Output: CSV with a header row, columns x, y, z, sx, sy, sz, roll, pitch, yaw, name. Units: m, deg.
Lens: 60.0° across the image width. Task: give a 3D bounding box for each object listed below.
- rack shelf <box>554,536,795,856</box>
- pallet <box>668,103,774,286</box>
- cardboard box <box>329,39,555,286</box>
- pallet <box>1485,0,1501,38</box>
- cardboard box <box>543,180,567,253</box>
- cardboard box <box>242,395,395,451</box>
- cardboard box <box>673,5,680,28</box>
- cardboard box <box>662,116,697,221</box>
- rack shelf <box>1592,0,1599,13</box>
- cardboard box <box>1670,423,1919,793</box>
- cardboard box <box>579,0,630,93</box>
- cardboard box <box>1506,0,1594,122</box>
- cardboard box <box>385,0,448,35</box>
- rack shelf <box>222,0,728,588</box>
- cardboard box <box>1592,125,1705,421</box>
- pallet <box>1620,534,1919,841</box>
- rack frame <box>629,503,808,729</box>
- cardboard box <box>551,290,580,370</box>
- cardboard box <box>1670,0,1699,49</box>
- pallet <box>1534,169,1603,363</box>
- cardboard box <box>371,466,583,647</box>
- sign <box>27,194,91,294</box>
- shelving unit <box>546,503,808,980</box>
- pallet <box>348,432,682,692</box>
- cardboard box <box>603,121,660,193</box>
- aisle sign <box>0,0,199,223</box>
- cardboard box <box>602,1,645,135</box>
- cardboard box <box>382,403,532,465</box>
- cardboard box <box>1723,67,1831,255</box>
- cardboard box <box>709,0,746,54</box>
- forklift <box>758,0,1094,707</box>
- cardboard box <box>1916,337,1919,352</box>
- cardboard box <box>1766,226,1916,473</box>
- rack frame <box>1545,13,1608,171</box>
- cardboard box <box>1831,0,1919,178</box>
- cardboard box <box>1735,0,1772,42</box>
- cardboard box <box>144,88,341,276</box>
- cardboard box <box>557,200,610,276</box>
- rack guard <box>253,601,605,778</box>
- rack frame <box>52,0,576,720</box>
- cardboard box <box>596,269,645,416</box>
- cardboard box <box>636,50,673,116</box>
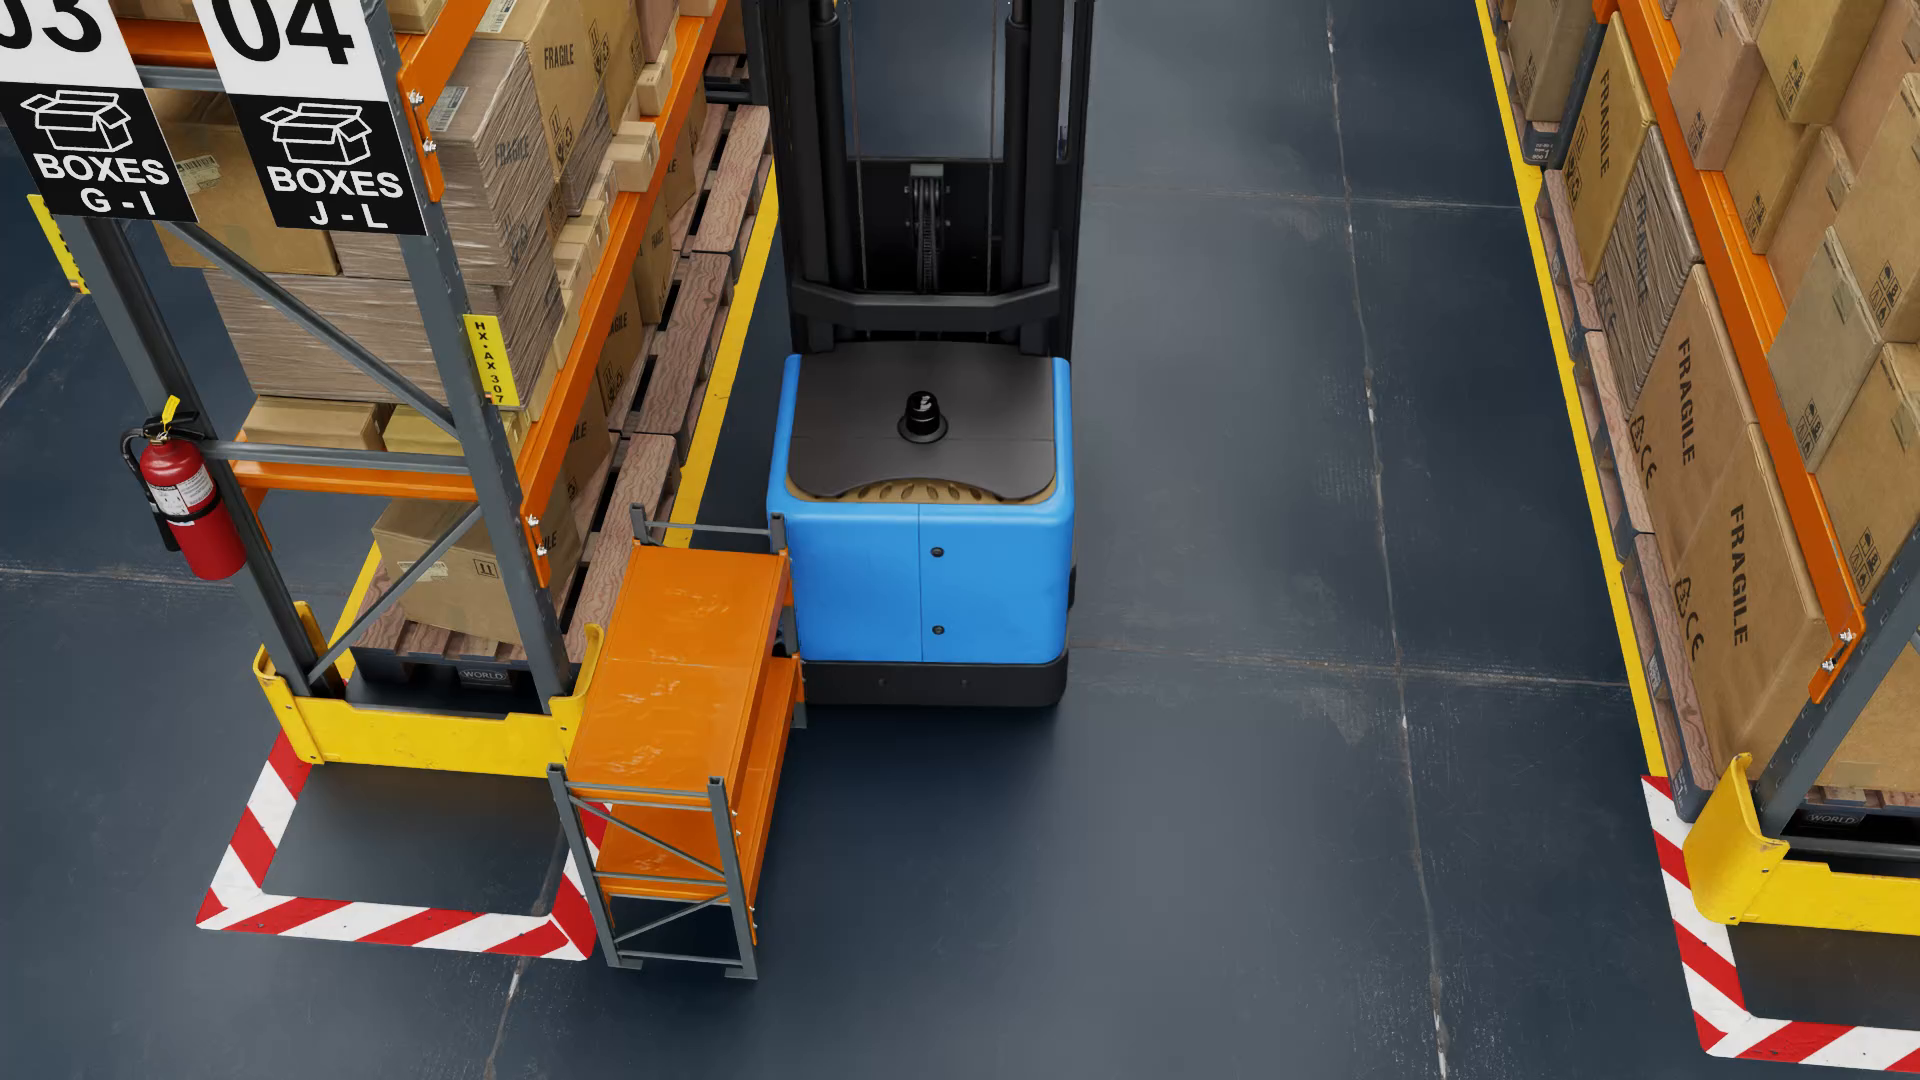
x,y,z,sx,sy,sz,roll,pitch,yaw,name
-0.862,0.463,5.193,0.538,0.278,1.000,4,48,4,rack shelf
-1.502,-1.742,8.226,1.003,0.211,1.213,4,48,4,pallet
-1.519,-1.097,4.800,0.500,0.500,0.500,4,48,4,cardboard box
3.558,-3.301,9.652,1.003,0.211,1.213,4,48,4,pallet
-1.837,-1.152,5.527,0.875,0.500,0.500,4,48,4,cardboard box
-2.020,-0.378,5.260,0.380,0.149,0.250,4,48,4,cardboard box
-1.384,-2.188,6.915,0.380,0.149,0.250,4,48,4,cardboard box
-1.597,-1.765,7.767,0.500,0.500,0.500,18,50,16,cardboard box
3.636,-3.998,8.888,1.077,0.370,4.000,4,48,4,rack shelf
3.085,0.241,5.678,0.875,0.875,0.875,4,48,4,cardboard box
-1.422,-1.832,5.472,0.500,0.500,0.500,4,48,4,cardboard box
3.421,-2.616,8.376,1.050,0.750,0.750,4,48,3,cardboard box
-1.539,-1.538,4.219,0.500,0.250,0.500,5,48,5,cardboard box
-1.658,-1.467,6.572,1.077,0.370,4.000,4,48,4,rack shelf
3.249,-1.076,6.883,0.875,0.875,0.875,4,48,4,cardboard box
3.084,0.516,6.161,1.003,0.211,1.213,4,48,4,pallet
-0.814,0.287,5.751,0.500,1.125,0.032,4,48,4,rack frame
-1.498,-0.714,5.566,0.380,0.149,0.250,4,48,4,cardboard box
3.405,-2.144,6.603,0.875,0.550,0.550,4,48,4,cardboard box
3.307,-1.277,7.801,1.003,0.211,1.213,4,48,4,pallet
-1.767,0.004,6.149,0.500,0.500,0.500,12,49,11,cardboard box
-2.392,-0.789,4.466,0.100,0.325,0.005,4,48,4,sign
-0.862,0.661,5.409,0.538,1.125,1.048,4,48,4,shelving unit
-1.725,0.051,6.586,1.003,0.211,1.213,4,48,4,pallet
-1.344,-1.444,6.234,0.380,0.149,0.250,4,48,4,cardboard box
-2.145,-1.092,3.980,0.394,0.787,0.004,4,48,4,aisle sign
-1.691,-1.883,6.196,0.875,0.500,0.500,4,48,4,cardboard box
-1.577,-0.349,5.232,0.380,0.149,0.250,4,48,4,cardboard box
3.290,-1.359,5.885,0.875,0.550,0.500,4,48,4,cardboard box
-1.399,-2.934,8.822,0.700,0.500,0.500,1,48,1,cardboard box
-0.103,-1.450,6.116,1.130,2.935,3.031,1,48,1,forklift
3.162,-0.517,4.383,0.875,0.550,0.550,4,48,4,cardboard box
3.107,-0.564,5.157,0.875,0.550,0.550,4,48,4,cardboard box
3.454,-2.771,7.278,1.000,3.000,0.127,4,48,4,rack frame
3.306,-1.330,5.126,0.875,0.550,0.550,4,48,4,cardboard box
3.266,-2.118,5.847,0.875,0.550,0.550,4,48,4,cardboard box
-2.037,-1.132,4.832,0.500,0.500,0.500,4,48,4,cardboard box
-1.466,-1.082,5.903,0.380,0.149,0.250,4,48,4,cardboard box
-1.834,0.548,5.936,1.175,0.500,0.348,4,48,4,rack guard
-1.841,-0.240,4.963,1.000,3.000,0.127,4,48,4,rack frame
-1.671,-0.896,6.972,0.500,0.500,0.500,8,48,7,cardboard box
-1.354,-1.815,6.574,0.380,0.149,0.250,4,48,4,cardboard box
